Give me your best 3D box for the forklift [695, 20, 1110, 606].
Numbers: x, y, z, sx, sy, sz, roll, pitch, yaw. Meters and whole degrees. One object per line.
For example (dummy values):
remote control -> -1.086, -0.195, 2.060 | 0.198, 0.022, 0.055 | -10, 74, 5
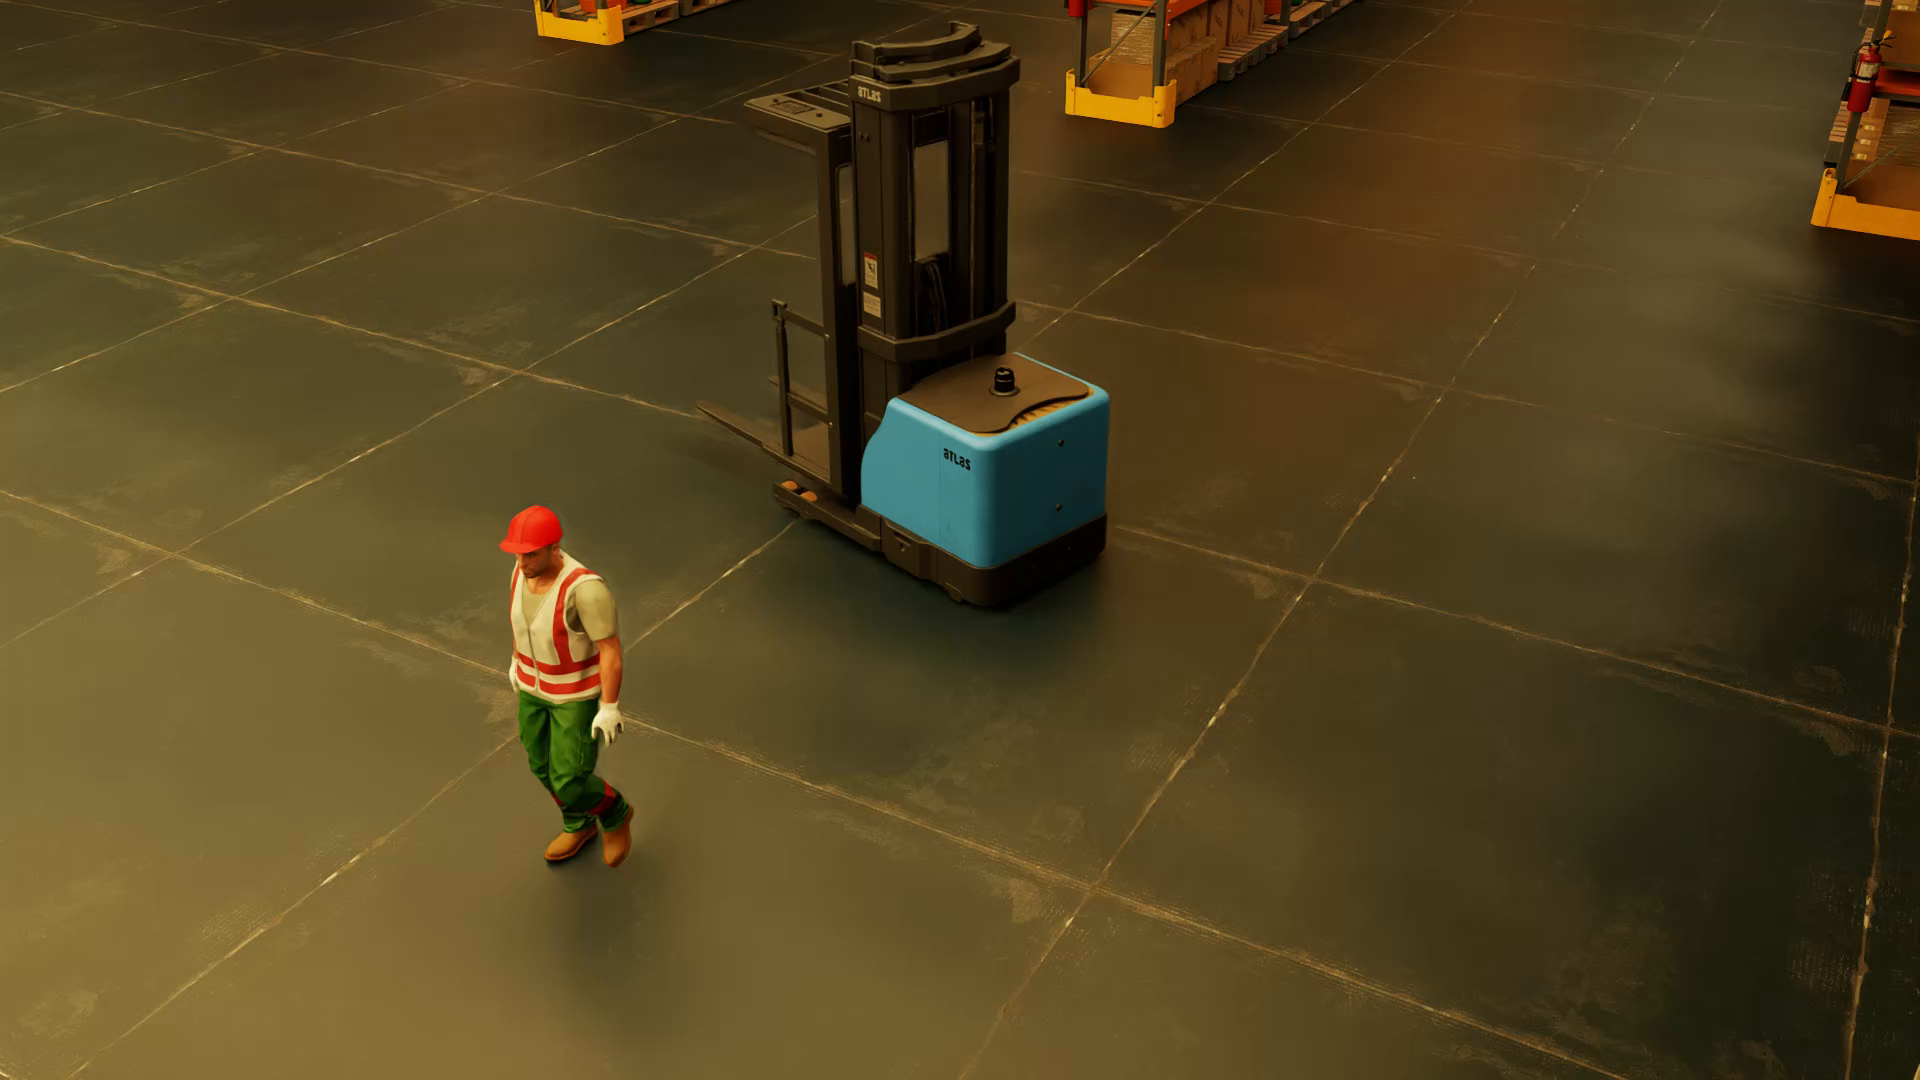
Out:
forklift -> -0.508, -1.552, 9.759 | 1.130, 2.935, 3.031 | -25, 38, -36

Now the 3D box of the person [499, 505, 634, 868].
person -> -1.724, 0.664, 7.087 | 0.704, 1.767, 0.463 | 16, 34, 26
